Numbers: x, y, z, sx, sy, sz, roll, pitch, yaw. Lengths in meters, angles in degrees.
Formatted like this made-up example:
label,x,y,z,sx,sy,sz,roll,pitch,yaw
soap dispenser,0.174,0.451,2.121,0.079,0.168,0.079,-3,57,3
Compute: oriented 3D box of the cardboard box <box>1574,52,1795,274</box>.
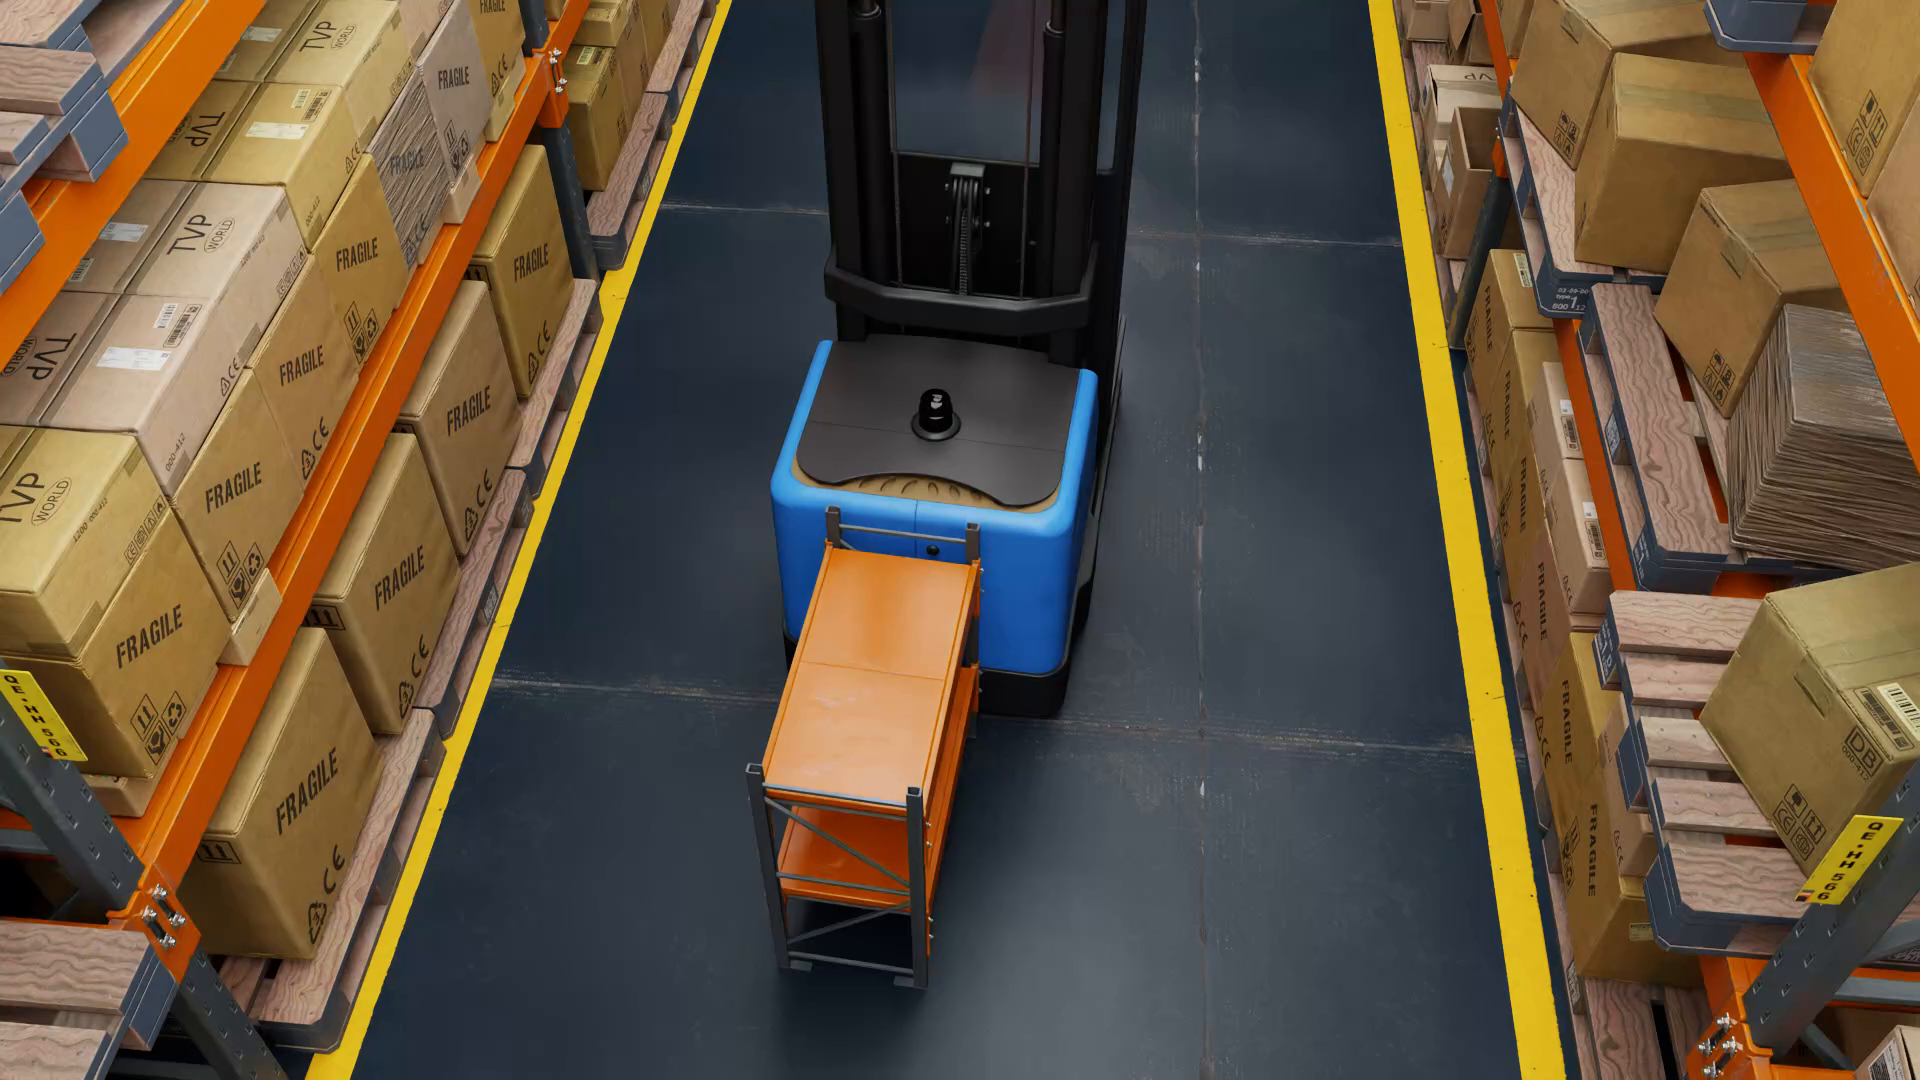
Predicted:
label,x,y,z,sx,sy,sz,roll,pitch,yaw
cardboard box,2.462,-1.219,5.506,0.700,0.500,0.500,11,48,10

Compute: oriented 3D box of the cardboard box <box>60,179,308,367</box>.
label,x,y,z,sx,sy,sz,roll,pitch,yaw
cardboard box,-2.182,-0.751,4.639,0.500,0.250,0.500,4,48,4

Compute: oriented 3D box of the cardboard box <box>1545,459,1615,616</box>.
label,x,y,z,sx,sy,sz,roll,pitch,yaw
cardboard box,2.305,-0.002,5.633,0.500,0.250,0.500,3,48,3

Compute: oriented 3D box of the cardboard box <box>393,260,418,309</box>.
label,x,y,z,sx,sy,sz,roll,pitch,yaw
cardboard box,-2.114,-0.941,5.760,0.380,0.149,0.250,3,48,2

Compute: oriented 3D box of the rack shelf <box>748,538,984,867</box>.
label,x,y,z,sx,sy,sz,roll,pitch,yaw
rack shelf,-0.268,0.481,5.177,0.538,0.278,1.000,7,48,6

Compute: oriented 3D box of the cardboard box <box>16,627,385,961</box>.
label,x,y,z,sx,sy,sz,roll,pitch,yaw
cardboard box,-2.373,0.775,5.207,0.750,0.750,0.750,3,48,3

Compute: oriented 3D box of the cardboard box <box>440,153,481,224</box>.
label,x,y,z,sx,sy,sz,roll,pitch,yaw
cardboard box,-1.988,-1.299,6.088,0.380,0.149,0.250,4,48,4

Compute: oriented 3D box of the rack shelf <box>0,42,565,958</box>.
label,x,y,z,sx,sy,sz,roll,pitch,yaw
rack shelf,-2.388,-0.504,5.692,1.077,0.370,4.000,4,48,4

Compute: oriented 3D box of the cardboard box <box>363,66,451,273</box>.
label,x,y,z,sx,sy,sz,roll,pitch,yaw
cardboard box,-2.088,-1.258,5.610,0.500,0.500,0.500,4,48,4

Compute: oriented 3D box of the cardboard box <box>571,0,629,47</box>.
label,x,y,z,sx,sy,sz,roll,pitch,yaw
cardboard box,-1.823,-2.516,8.014,0.380,0.149,0.250,5,48,5

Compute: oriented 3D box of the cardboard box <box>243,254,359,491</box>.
label,x,y,z,sx,sy,sz,roll,pitch,yaw
cardboard box,-2.168,-0.507,4.924,0.500,0.500,0.500,4,48,3

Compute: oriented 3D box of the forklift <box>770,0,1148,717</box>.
label,x,y,z,sx,sy,sz,roll,pitch,yaw
forklift,0.106,-1.447,6.113,1.130,2.935,3.031,7,48,7

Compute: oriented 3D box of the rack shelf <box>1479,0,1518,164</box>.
label,x,y,z,sx,sy,sz,roll,pitch,yaw
rack shelf,2.910,-3.113,8.078,1.077,0.370,4.000,4,48,4

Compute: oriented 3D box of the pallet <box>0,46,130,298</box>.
label,x,y,z,sx,sy,sz,roll,pitch,yaw
pallet,-2.564,-0.703,3.481,1.213,0.211,1.003,6,48,5

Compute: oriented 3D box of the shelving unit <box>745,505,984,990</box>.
label,x,y,z,sx,sy,sz,roll,pitch,yaw
shelving unit,-0.268,0.678,5.393,0.538,1.125,1.048,7,48,6

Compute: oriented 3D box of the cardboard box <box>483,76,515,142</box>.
label,x,y,z,sx,sy,sz,roll,pitch,yaw
cardboard box,-1.954,-1.684,6.440,0.380,0.149,0.250,5,48,4

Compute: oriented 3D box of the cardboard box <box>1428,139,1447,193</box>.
label,x,y,z,sx,sy,sz,roll,pitch,yaw
cardboard box,2.472,-1.790,8.014,0.380,0.149,0.250,4,48,4

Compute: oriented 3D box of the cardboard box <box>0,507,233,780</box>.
label,x,y,z,sx,sy,sz,roll,pitch,yaw
cardboard box,-2.271,0.242,4.239,0.500,0.500,0.500,5,48,5

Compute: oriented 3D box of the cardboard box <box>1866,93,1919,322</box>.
label,x,y,z,sx,sy,sz,roll,pitch,yaw
cardboard box,2.416,-0.691,3.275,0.910,0.500,0.500,4,48,4

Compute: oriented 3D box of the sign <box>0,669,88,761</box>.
label,x,y,z,sx,sy,sz,roll,pitch,yaw
sign,-2.029,0.388,3.657,0.100,0.325,0.005,4,48,4

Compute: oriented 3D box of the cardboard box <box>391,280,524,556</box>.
label,x,y,z,sx,sy,sz,roll,pitch,yaw
cardboard box,-2.214,-0.493,6.367,0.750,0.750,0.750,5,48,5

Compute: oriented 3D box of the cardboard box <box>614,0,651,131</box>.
label,x,y,z,sx,sy,sz,roll,pitch,yaw
cardboard box,-1.986,-2.427,8.372,0.700,0.500,0.500,3,48,3

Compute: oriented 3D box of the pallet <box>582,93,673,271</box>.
label,x,y,z,sx,sy,sz,roll,pitch,yaw
pallet,-2.058,-1.829,8.306,1.003,0.211,1.213,4,48,4

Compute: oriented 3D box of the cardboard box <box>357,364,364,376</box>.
label,x,y,z,sx,sy,sz,roll,pitch,yaw
cardboard box,-2.181,-0.554,5.406,0.380,0.149,0.250,4,48,4

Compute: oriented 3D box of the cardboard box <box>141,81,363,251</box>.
label,x,y,z,sx,sy,sz,roll,pitch,yaw
cardboard box,-2.142,-1.126,4.982,0.500,0.250,0.500,3,48,3

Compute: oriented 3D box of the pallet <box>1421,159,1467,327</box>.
label,x,y,z,sx,sy,sz,roll,pitch,yaw
pallet,2.791,-1.450,7.959,1.003,0.211,1.213,4,48,4

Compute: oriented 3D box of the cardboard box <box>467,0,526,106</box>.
label,x,y,z,sx,sy,sz,roll,pitch,yaw
cardboard box,-1.997,-2.002,6.291,0.500,0.500,0.500,3,48,3

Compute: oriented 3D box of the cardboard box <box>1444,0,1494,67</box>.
label,x,y,z,sx,sy,sz,roll,pitch,yaw
cardboard box,2.894,-2.573,8.490,0.797,0.503,0.637,4,48,4

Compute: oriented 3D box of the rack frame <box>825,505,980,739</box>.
label,x,y,z,sx,sy,sz,roll,pitch,yaw
rack frame,-0.184,0.309,5.731,0.500,1.125,0.032,7,48,6

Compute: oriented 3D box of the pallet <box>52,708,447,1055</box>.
label,x,y,z,sx,sy,sz,roll,pitch,yaw
pallet,-2.423,1.089,5.637,1.003,0.211,1.213,4,48,4

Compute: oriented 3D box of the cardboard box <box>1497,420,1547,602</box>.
label,x,y,z,sx,sy,sz,roll,pitch,yaw
cardboard box,2.350,-0.093,6.224,0.500,0.500,0.500,4,48,4

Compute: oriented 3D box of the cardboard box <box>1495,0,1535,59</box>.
label,x,y,z,sx,sy,sz,roll,pitch,yaw
cardboard box,2.518,-2.305,6.783,0.500,0.500,0.500,5,48,4

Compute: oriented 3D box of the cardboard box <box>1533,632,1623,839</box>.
label,x,y,z,sx,sy,sz,roll,pitch,yaw
cardboard box,2.262,0.665,5.531,0.500,0.500,0.500,2,48,2

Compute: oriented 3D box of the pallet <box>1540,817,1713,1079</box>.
label,x,y,z,sx,sy,sz,roll,pitch,yaw
pallet,2.469,1.448,5.309,1.003,0.211,1.213,4,48,4

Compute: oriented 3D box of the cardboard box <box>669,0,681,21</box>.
label,x,y,z,sx,sy,sz,roll,pitch,yaw
cardboard box,-1.896,-3.196,9.076,0.700,0.500,0.500,2,48,2

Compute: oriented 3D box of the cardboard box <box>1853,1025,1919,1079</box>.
label,x,y,z,sx,sy,sz,roll,pitch,yaw
cardboard box,2.287,1.347,3.571,0.500,0.311,0.500,7,48,6

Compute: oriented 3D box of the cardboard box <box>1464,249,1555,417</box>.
label,x,y,z,sx,sy,sz,roll,pitch,yaw
cardboard box,2.441,-0.852,6.919,0.500,0.500,0.500,2,48,2

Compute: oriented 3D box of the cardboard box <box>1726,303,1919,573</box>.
label,x,y,z,sx,sy,sz,roll,pitch,yaw
cardboard box,2.582,-0.252,4.622,0.700,0.500,0.500,12,49,11

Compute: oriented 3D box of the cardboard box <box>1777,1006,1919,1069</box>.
label,x,y,z,sx,sy,sz,roll,pitch,yaw
cardboard box,2.689,1.433,4.829,0.500,0.500,0.500,6,48,5

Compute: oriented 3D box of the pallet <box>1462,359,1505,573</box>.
label,x,y,z,sx,sy,sz,roll,pitch,yaw
pallet,2.691,-0.345,6.949,1.003,0.211,1.213,4,48,4

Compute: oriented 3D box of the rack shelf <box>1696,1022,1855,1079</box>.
label,x,y,z,sx,sy,sz,roll,pitch,yaw
rack shelf,2.181,2.765,2.702,1.077,0.370,4.000,4,48,4

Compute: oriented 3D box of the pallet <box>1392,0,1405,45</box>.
label,x,y,z,sx,sy,sz,roll,pitch,yaw
pallet,3.014,-3.243,9.599,1.003,0.211,1.213,4,48,4

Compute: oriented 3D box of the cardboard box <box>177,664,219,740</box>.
label,x,y,z,sx,sy,sz,roll,pitch,yaw
cardboard box,-2.278,0.390,4.544,0.380,0.149,0.250,4,48,4

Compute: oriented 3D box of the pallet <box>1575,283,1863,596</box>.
label,x,y,z,sx,sy,sz,roll,pitch,yaw
pallet,2.536,-0.312,5.158,1.003,0.211,1.213,4,48,4

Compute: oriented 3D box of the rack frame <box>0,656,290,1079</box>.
label,x,y,z,sx,sy,sz,roll,pitch,yaw
rack frame,-2.567,0.723,4.082,0.949,2.616,0.053,4,48,4

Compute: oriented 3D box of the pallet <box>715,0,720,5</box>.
label,x,y,z,sx,sy,sz,roll,pitch,yaw
pallet,-1.836,-3.622,9.946,1.003,0.211,1.213,4,48,4

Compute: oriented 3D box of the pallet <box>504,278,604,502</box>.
label,x,y,z,sx,sy,sz,roll,pitch,yaw
pallet,-2.201,-0.704,7.277,1.003,0.211,1.213,4,48,4

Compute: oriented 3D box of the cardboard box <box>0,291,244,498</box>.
label,x,y,z,sx,sy,sz,roll,pitch,yaw
cardboard box,-2.224,-0.383,4.302,0.500,0.250,0.500,3,48,3
